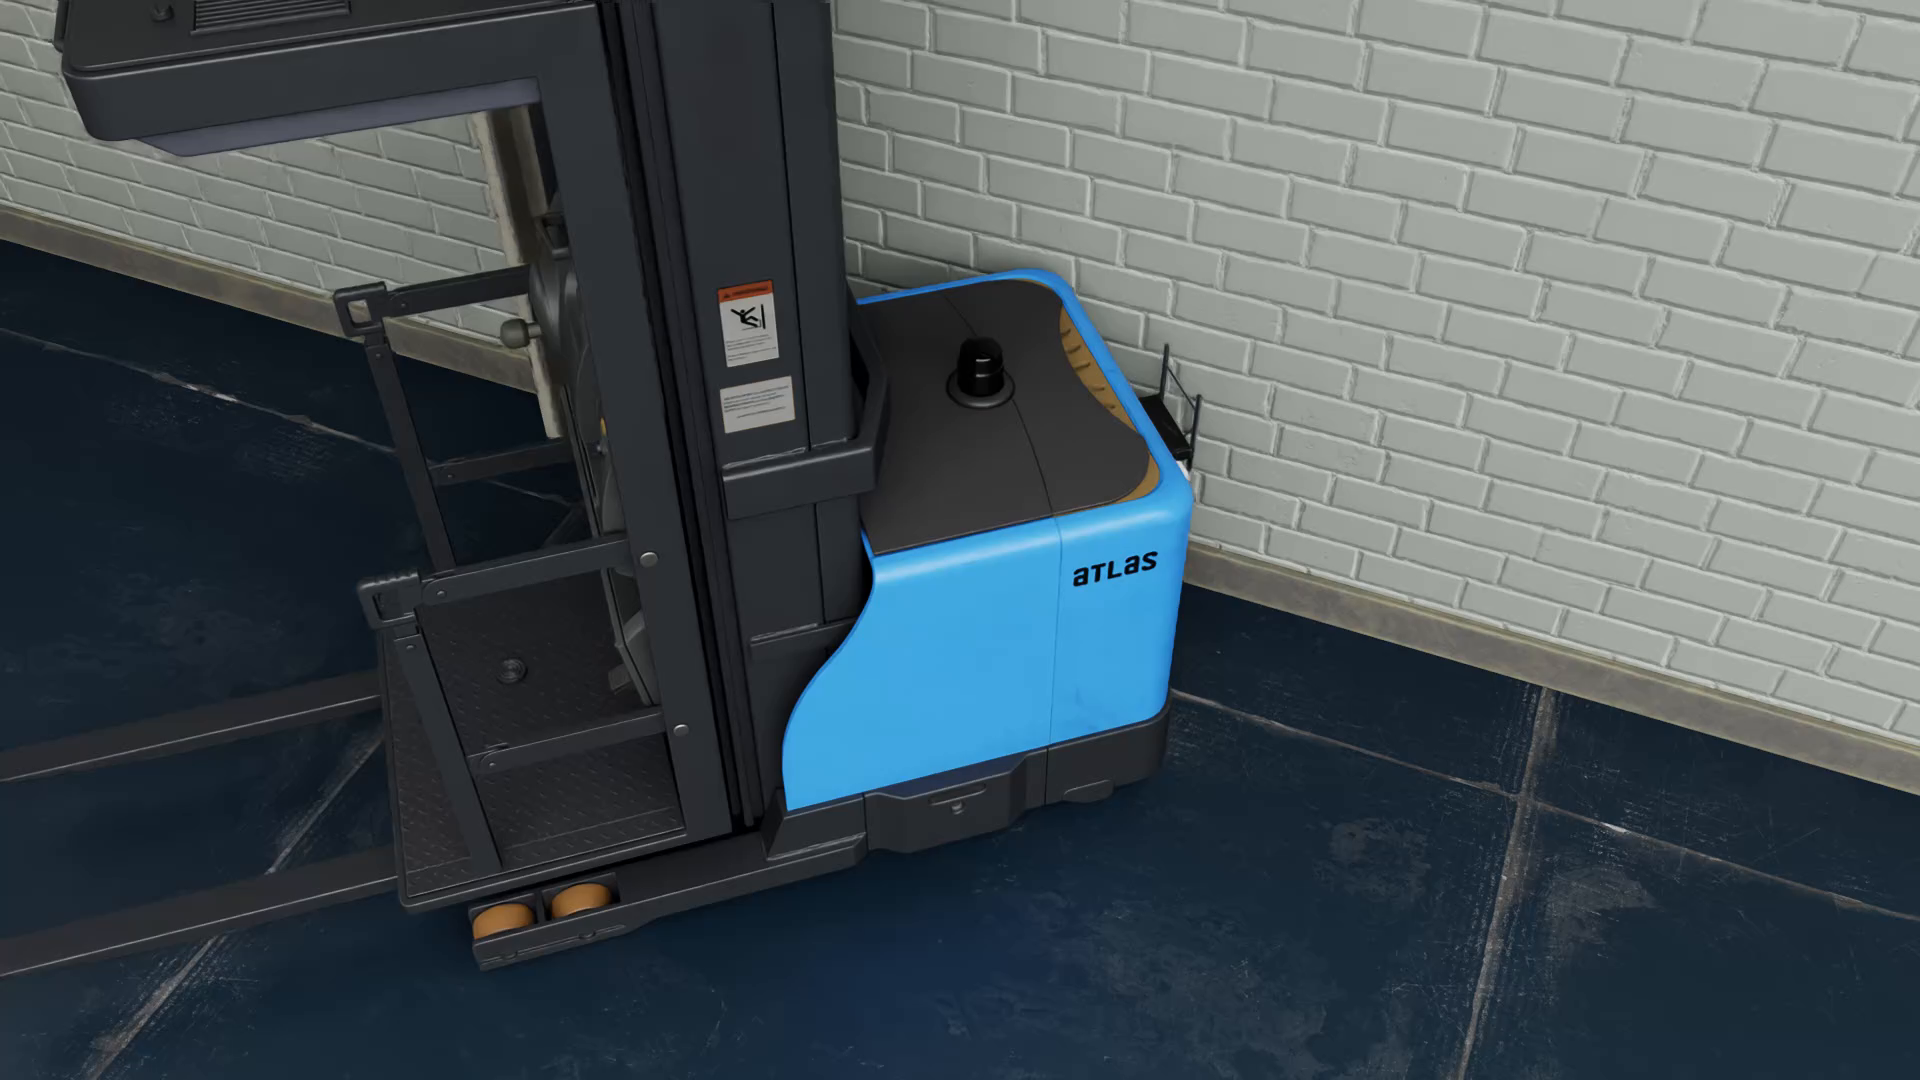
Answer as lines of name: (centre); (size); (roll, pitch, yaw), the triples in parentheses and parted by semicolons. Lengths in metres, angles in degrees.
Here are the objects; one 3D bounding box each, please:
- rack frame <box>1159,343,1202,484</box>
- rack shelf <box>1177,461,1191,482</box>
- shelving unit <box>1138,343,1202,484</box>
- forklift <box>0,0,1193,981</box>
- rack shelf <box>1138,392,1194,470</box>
rack frame: (0.592, -0.135, 4.746); (0.006, 0.900, 0.240); (-12, 46, -13)
rack shelf: (0.496, -0.218, 4.620); (0.200, 0.077, 0.258); (-12, 46, -13)
shelving unit: (0.495, -0.114, 4.724); (0.210, 0.900, 0.258); (-12, 46, -13)
forklift: (-1.015, -0.392, 3.566); (3.031, 2.935, 1.130); (-13, 46, -12)
rack shelf: (0.497, -0.281, 4.557); (0.200, 0.077, 0.258); (-12, 46, -13)
